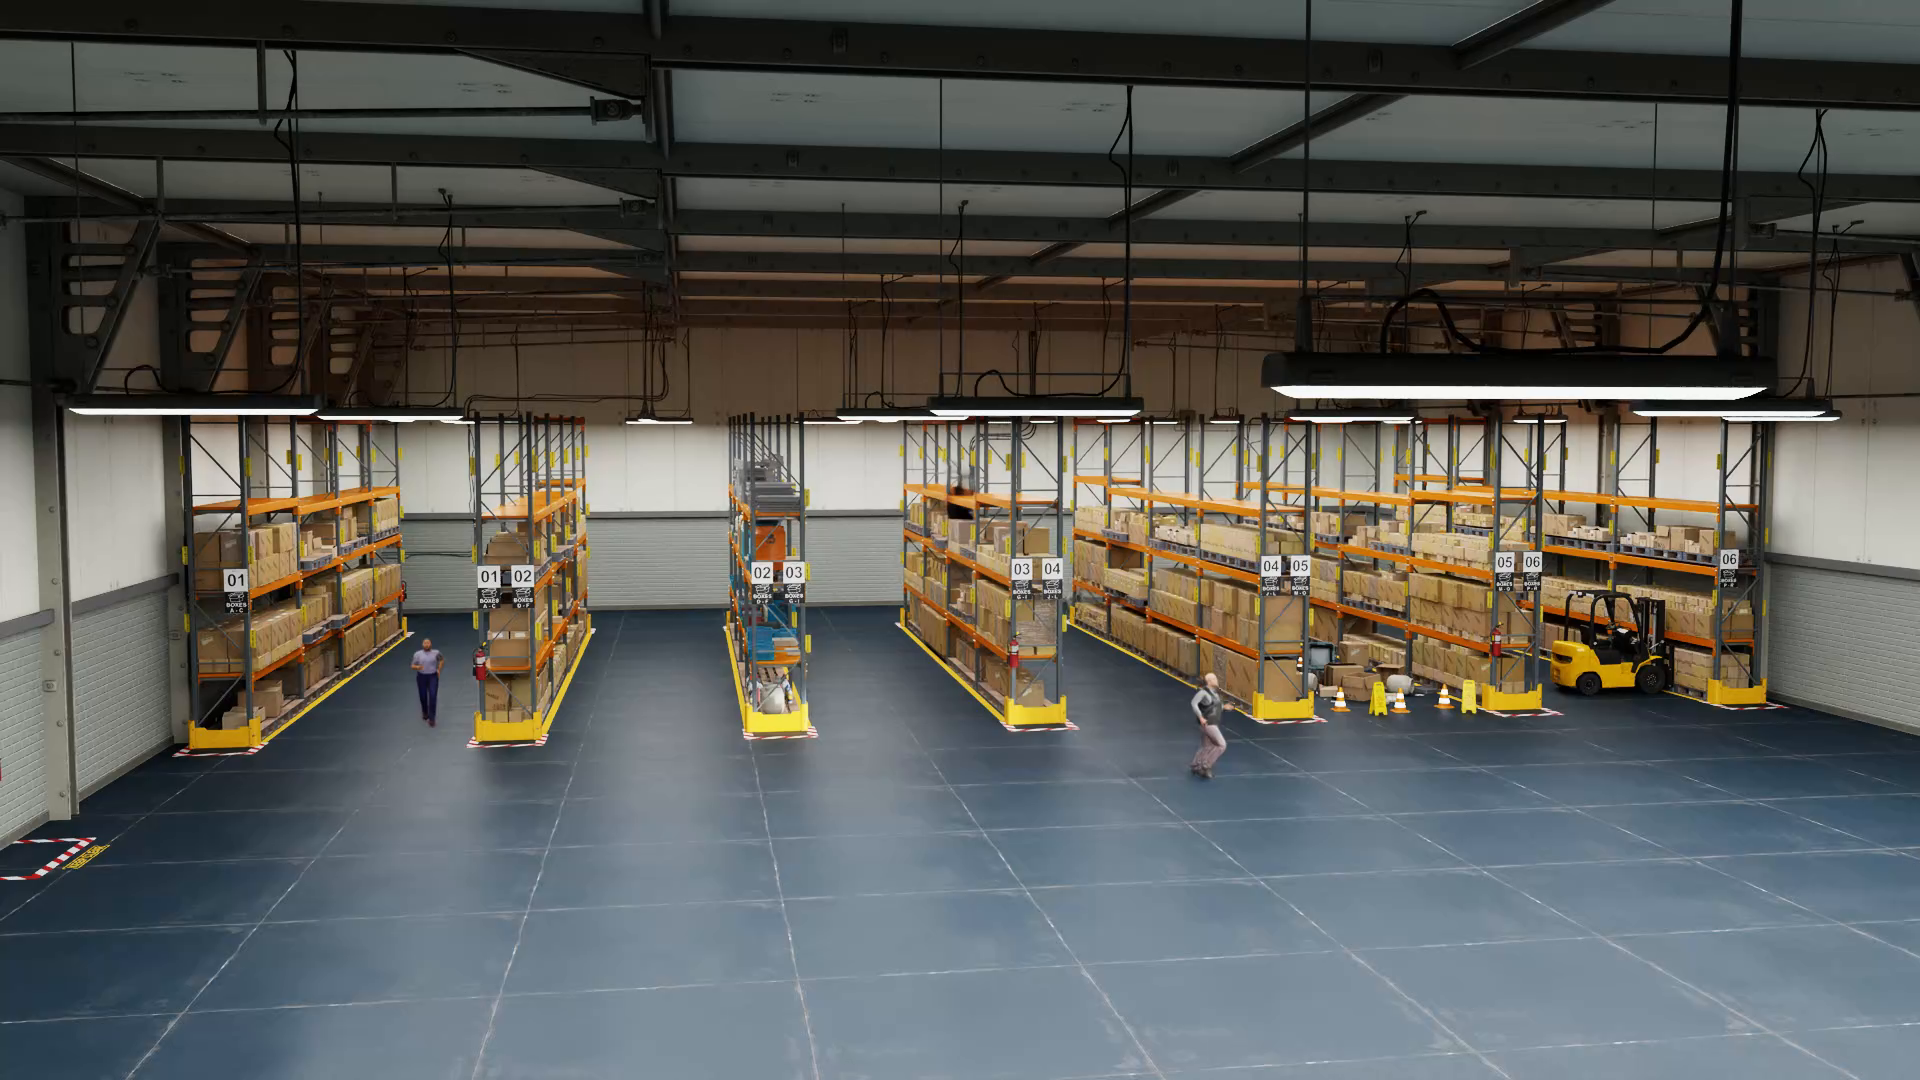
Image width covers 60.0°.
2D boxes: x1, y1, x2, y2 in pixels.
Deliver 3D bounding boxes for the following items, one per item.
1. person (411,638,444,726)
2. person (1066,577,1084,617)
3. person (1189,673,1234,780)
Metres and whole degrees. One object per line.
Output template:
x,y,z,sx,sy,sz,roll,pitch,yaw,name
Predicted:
-10.247,2.702,32.007,0.608,1.641,0.880,-1,4,-16,person
3.546,1.540,49.902,0.743,1.641,0.717,0,4,5,person
4.100,3.036,27.106,0.704,1.735,0.631,2,4,21,person
